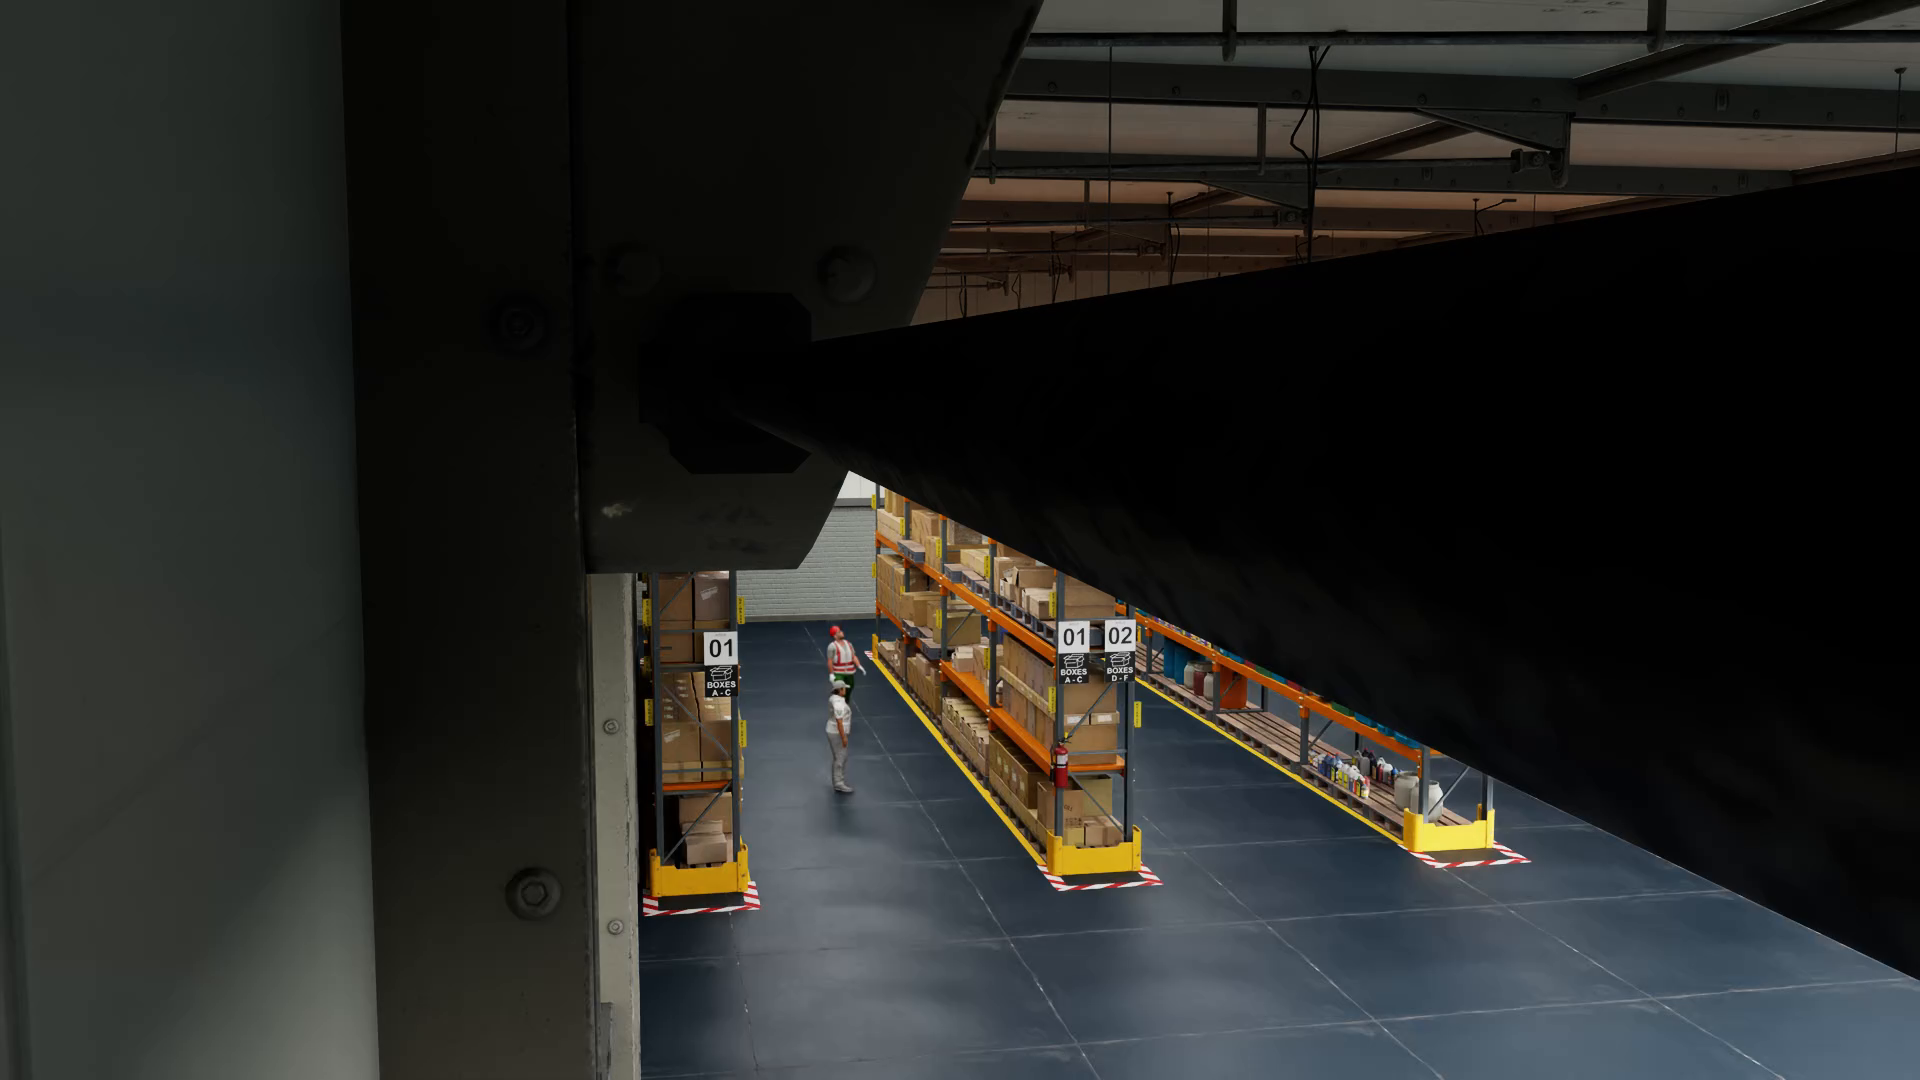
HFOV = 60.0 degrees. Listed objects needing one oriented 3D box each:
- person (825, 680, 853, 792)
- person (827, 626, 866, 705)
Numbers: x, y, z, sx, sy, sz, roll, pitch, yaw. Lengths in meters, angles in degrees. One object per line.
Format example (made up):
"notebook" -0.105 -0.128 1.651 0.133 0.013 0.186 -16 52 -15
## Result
"person" -1.831 2.977 25.099 0.396 1.750 0.565 -1 6 -7
"person" -2.035 2.404 29.783 0.682 1.695 1.055 -1 6 -13
